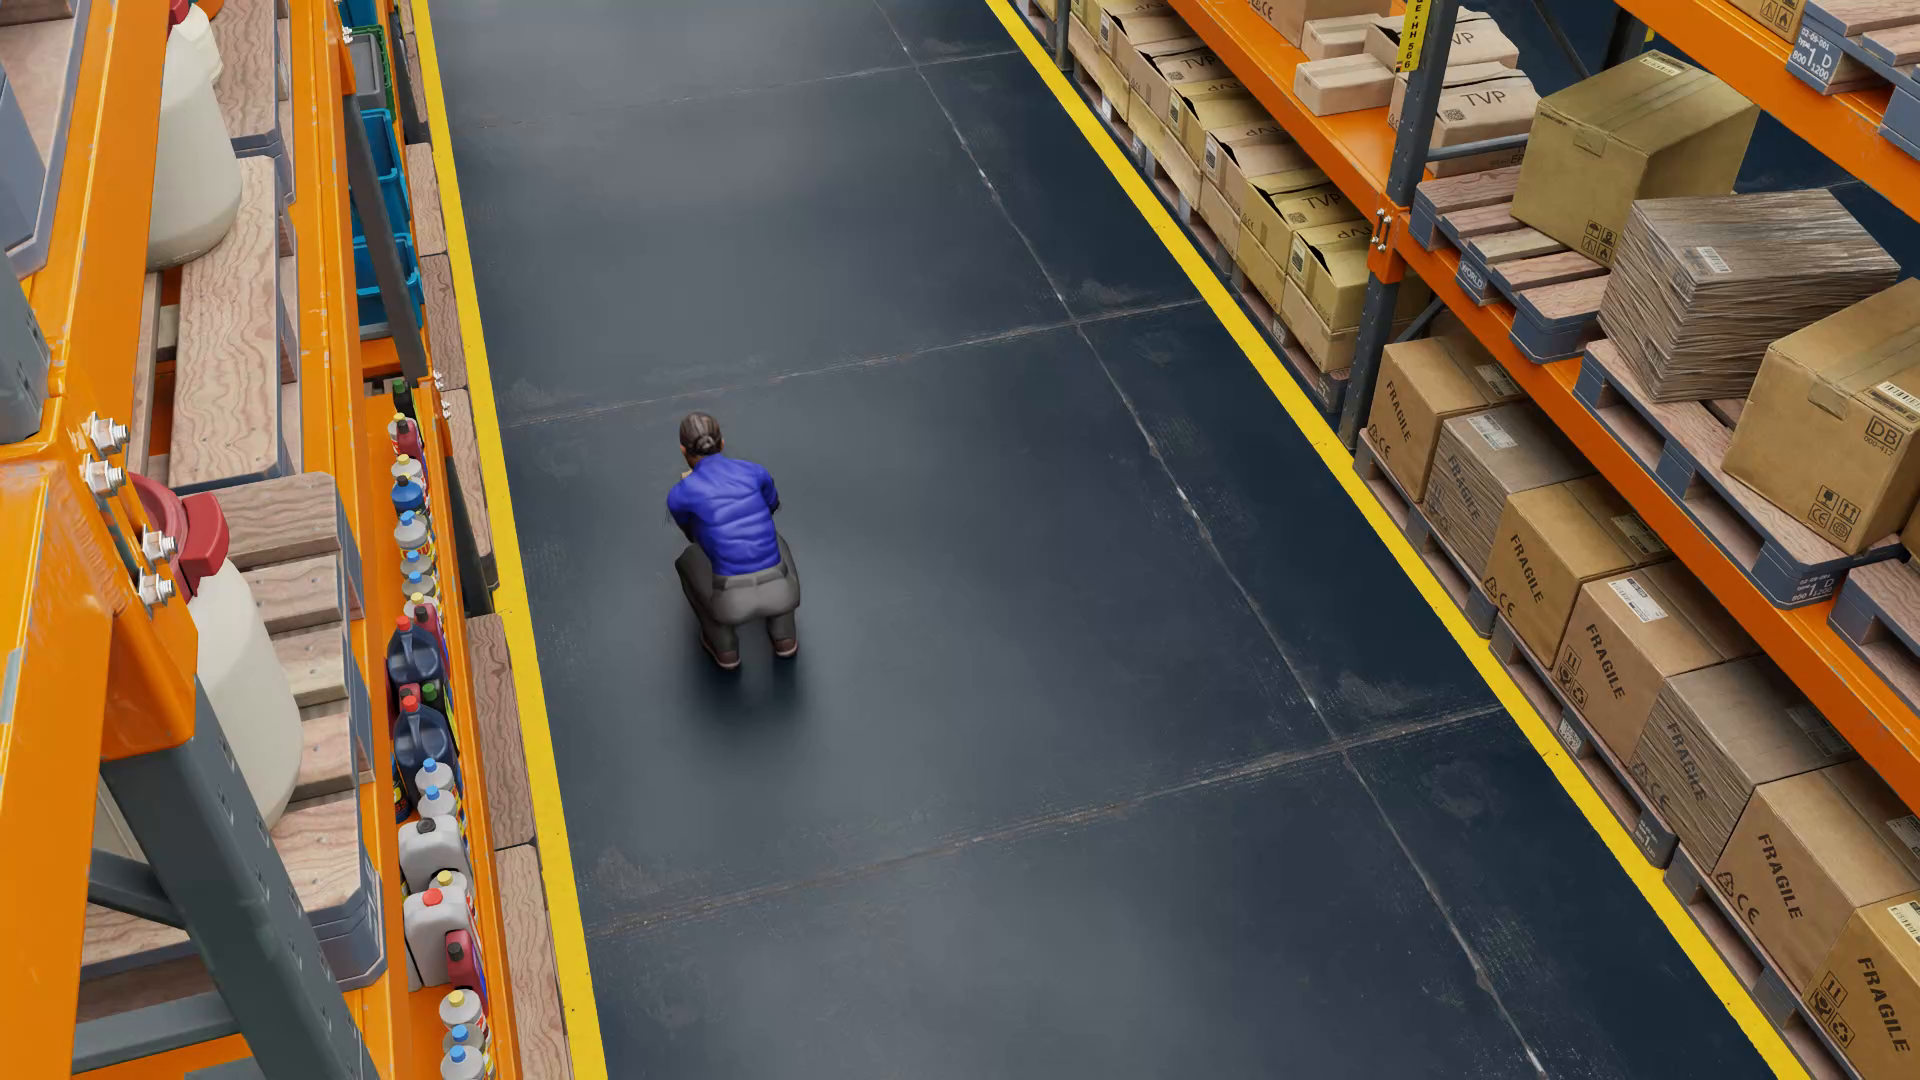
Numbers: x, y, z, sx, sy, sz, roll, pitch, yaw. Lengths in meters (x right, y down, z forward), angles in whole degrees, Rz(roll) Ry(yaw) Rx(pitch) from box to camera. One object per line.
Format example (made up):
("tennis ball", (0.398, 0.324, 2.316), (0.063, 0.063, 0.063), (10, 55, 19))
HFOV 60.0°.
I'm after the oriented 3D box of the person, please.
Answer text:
("person", (-0.925, -0.019, 6.736), (0.473, 0.932, 0.838), (-13, 44, -13))
